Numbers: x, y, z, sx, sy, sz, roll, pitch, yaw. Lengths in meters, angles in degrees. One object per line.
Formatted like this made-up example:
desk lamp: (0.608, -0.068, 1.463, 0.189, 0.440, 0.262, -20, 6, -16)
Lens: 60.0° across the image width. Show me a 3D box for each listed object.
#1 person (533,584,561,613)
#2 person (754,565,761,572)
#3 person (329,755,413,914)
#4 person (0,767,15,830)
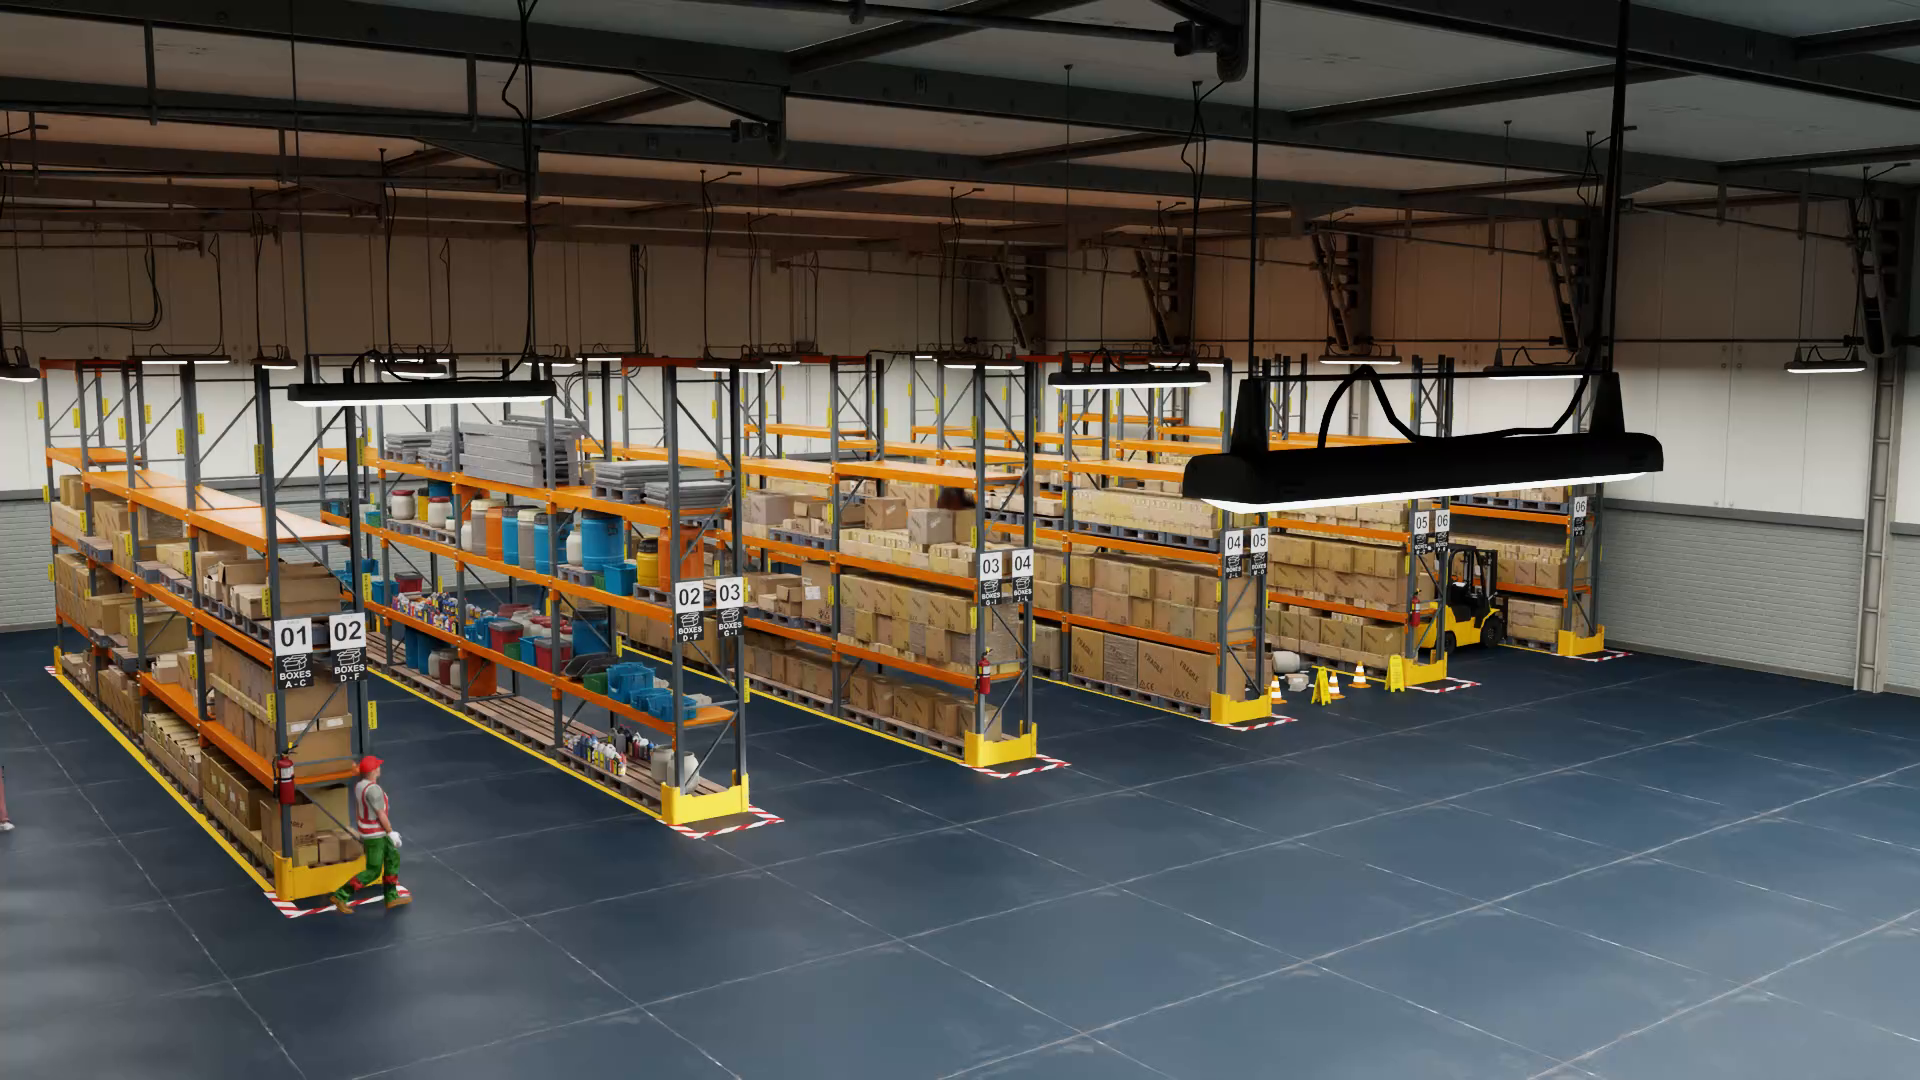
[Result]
person: (-9.645, 0.908, 38.727, 0.500, 1.549, 0.887, 0, 7, -3)
person: (-4.065, 1.363, 34.225, 0.563, 1.728, 1.034, -5, 9, -38)
person: (-6.556, 3.247, 18.386, 0.906, 1.746, 0.589, -4, 8, -29)
person: (-12.624, 2.934, 21.484, 0.422, 1.619, 0.994, -7, 10, -44)
